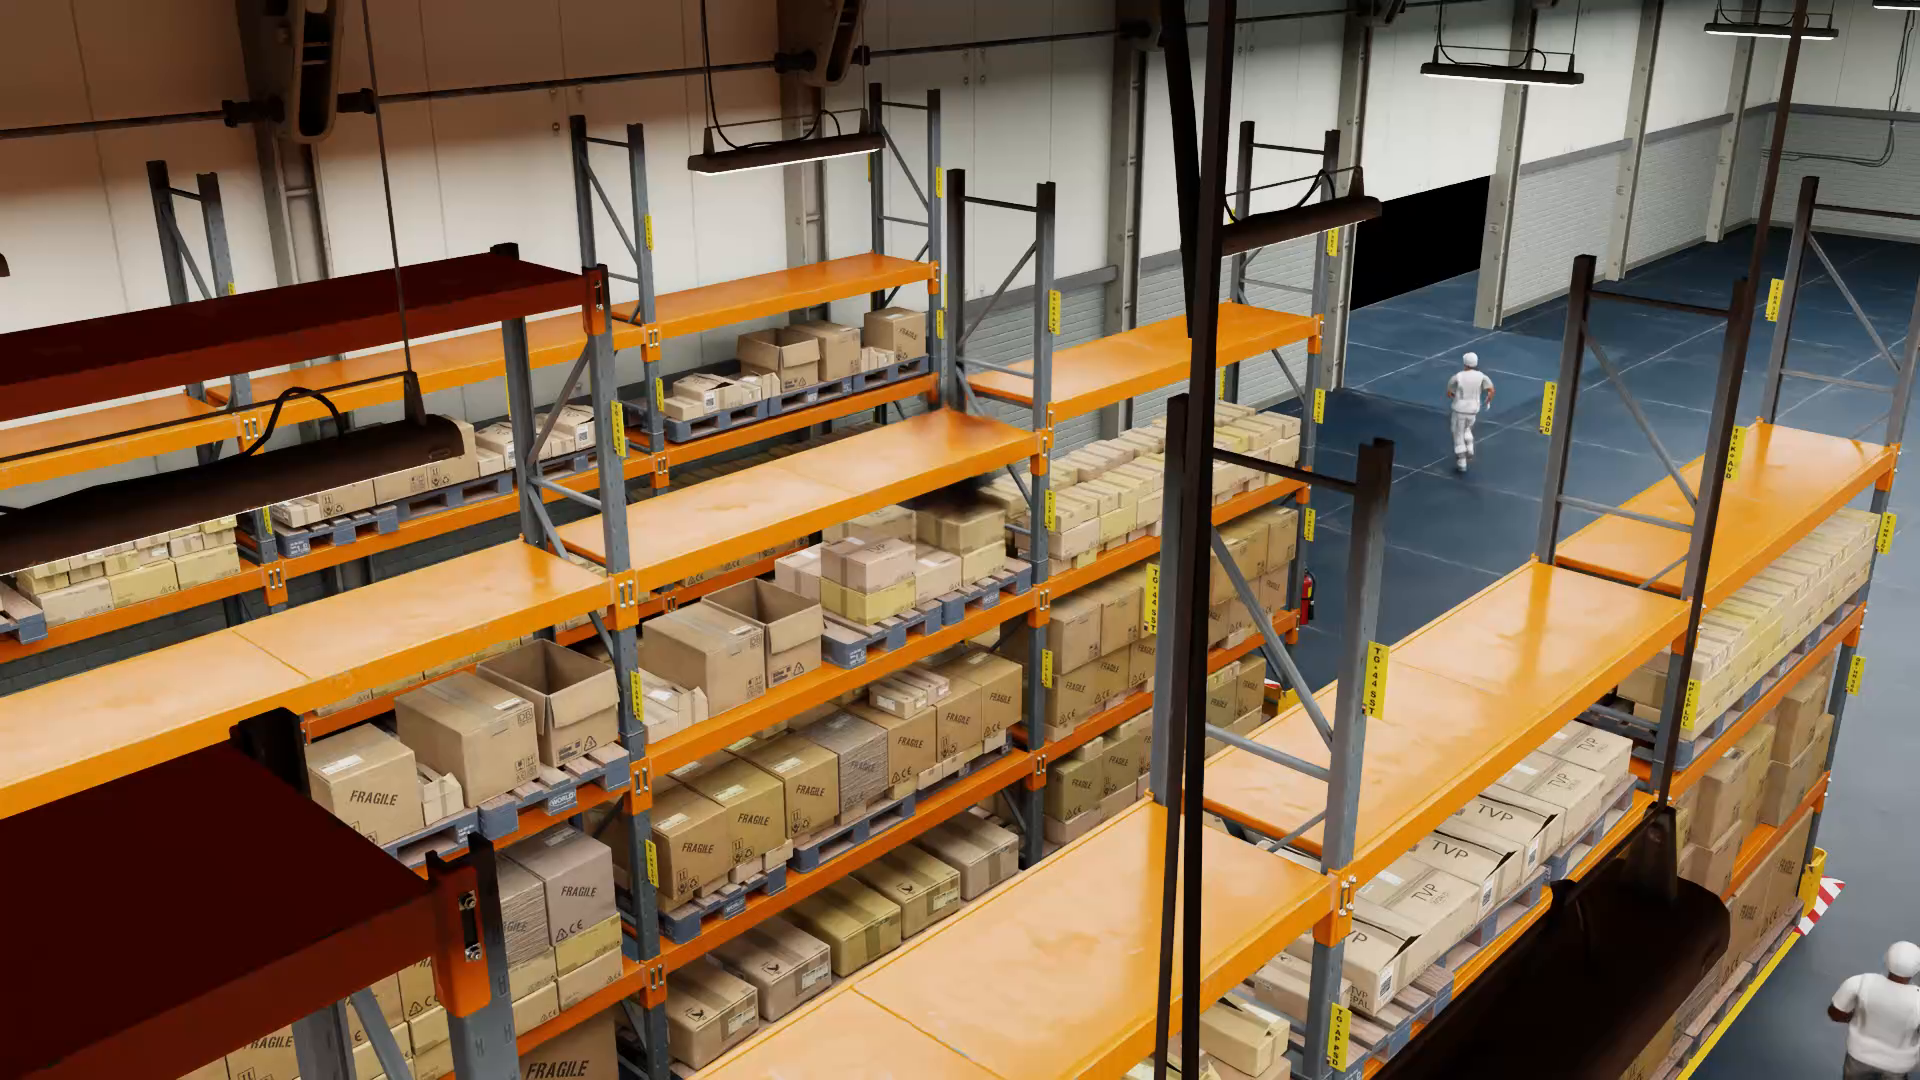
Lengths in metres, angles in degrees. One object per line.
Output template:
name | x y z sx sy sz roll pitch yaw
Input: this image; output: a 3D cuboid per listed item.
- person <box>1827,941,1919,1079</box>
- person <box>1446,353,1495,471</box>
person | 6.049 3.384 10.925 0.700 1.719 0.625 15 26 34
person | 7.452 -1.935 24.533 0.646 1.743 0.650 -1 21 -2
